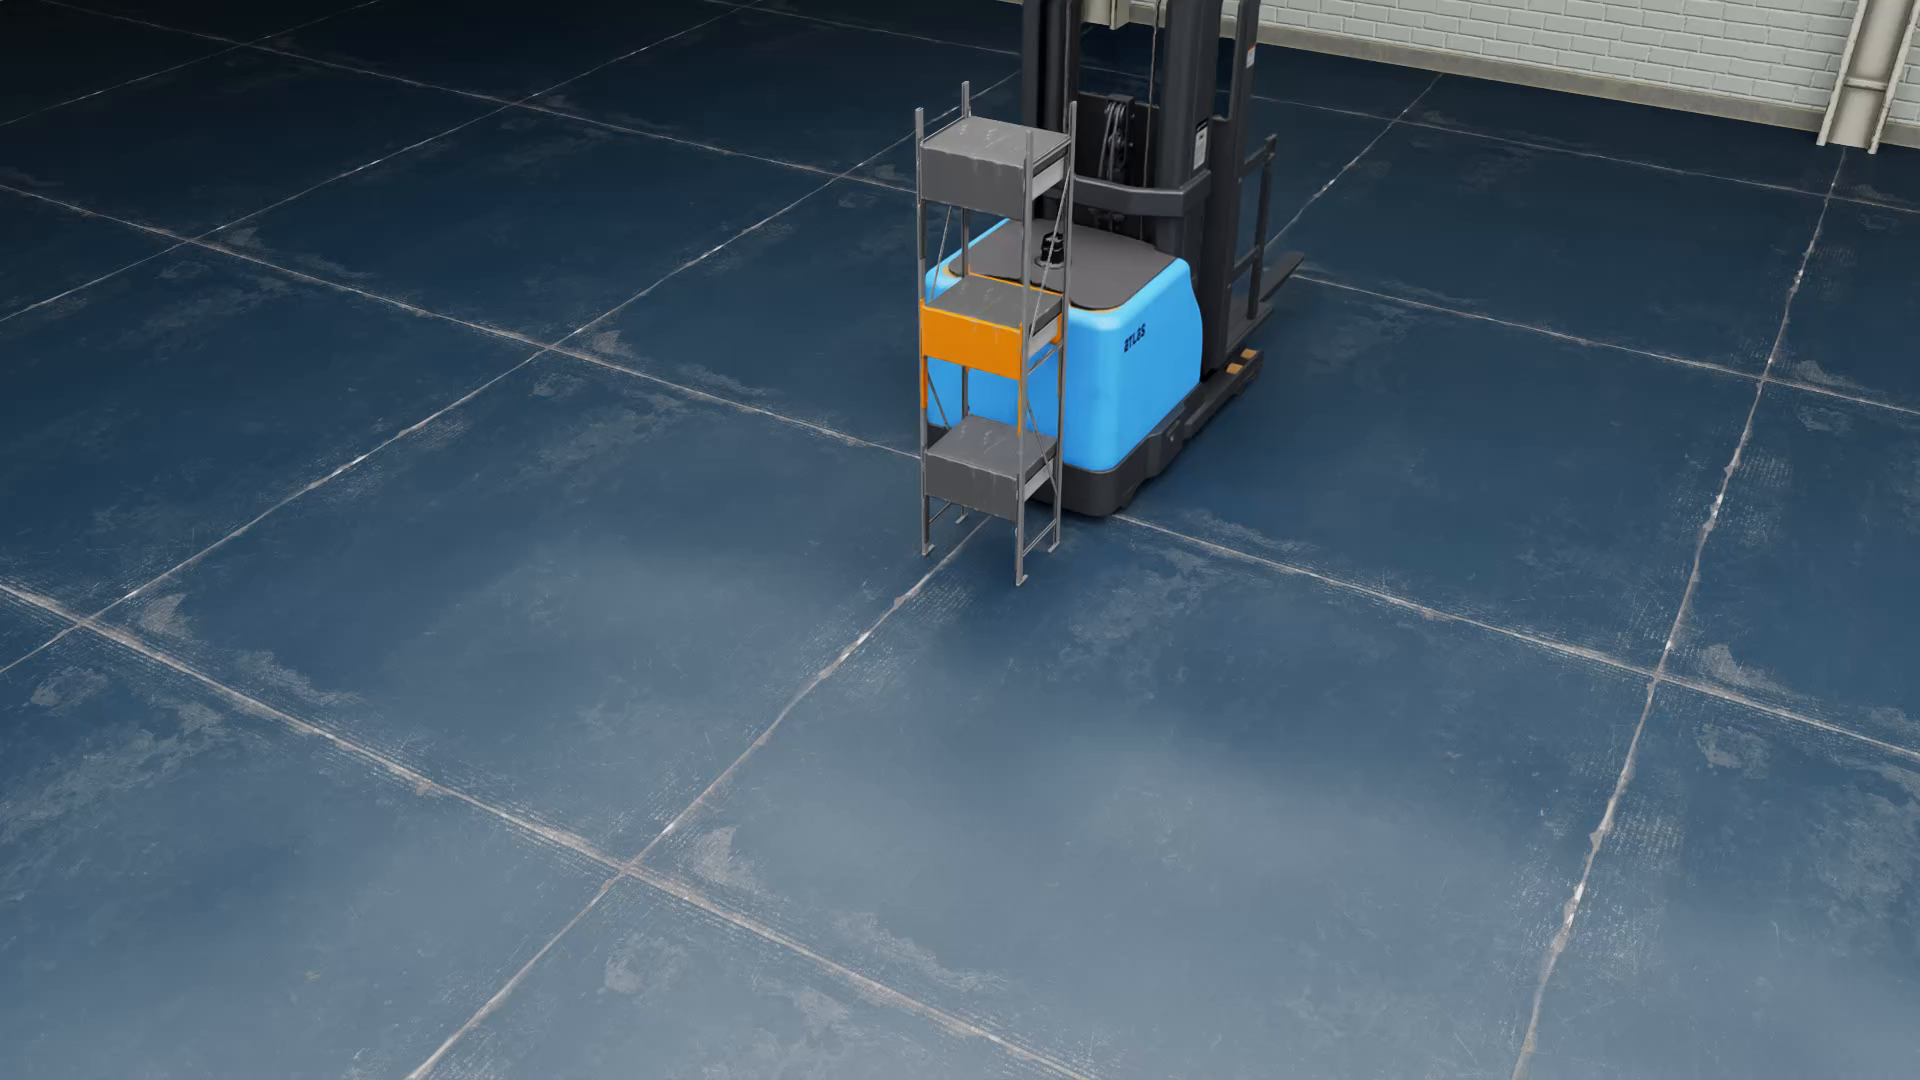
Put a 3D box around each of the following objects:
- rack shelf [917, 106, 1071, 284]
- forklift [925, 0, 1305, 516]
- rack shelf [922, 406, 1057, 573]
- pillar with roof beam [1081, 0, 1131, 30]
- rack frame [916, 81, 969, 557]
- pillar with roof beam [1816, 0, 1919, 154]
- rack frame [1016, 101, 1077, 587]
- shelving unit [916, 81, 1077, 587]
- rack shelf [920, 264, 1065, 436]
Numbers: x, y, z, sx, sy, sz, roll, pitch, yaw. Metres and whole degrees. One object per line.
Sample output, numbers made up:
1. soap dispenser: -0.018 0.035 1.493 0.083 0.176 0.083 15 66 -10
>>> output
1. rack shelf: 0.144 -1.400 6.719 0.480 0.518 0.431 18 37 24
2. forklift: 0.999 -2.120 8.289 1.130 2.935 3.031 18 38 25
3. rack shelf: 0.144 -0.234 7.495 0.480 0.518 0.431 18 37 24
4. pillar with roof beam: -0.889 -6.214 8.962 0.400 9.000 9.100 18 37 24
5. rack frame: -0.068 -0.896 7.200 0.015 2.100 0.400 18 37 24
6. pillar with roof beam: 4.320 -4.563 6.484 0.400 9.000 9.100 18 37 24
7. rack frame: 0.356 -0.761 6.999 0.015 2.100 0.400 18 37 24
8. shelving unit: 0.144 -0.828 7.100 0.503 2.100 0.431 18 37 24
9. rack shelf: 0.144 -0.817 7.107 0.480 0.518 0.431 18 37 24
